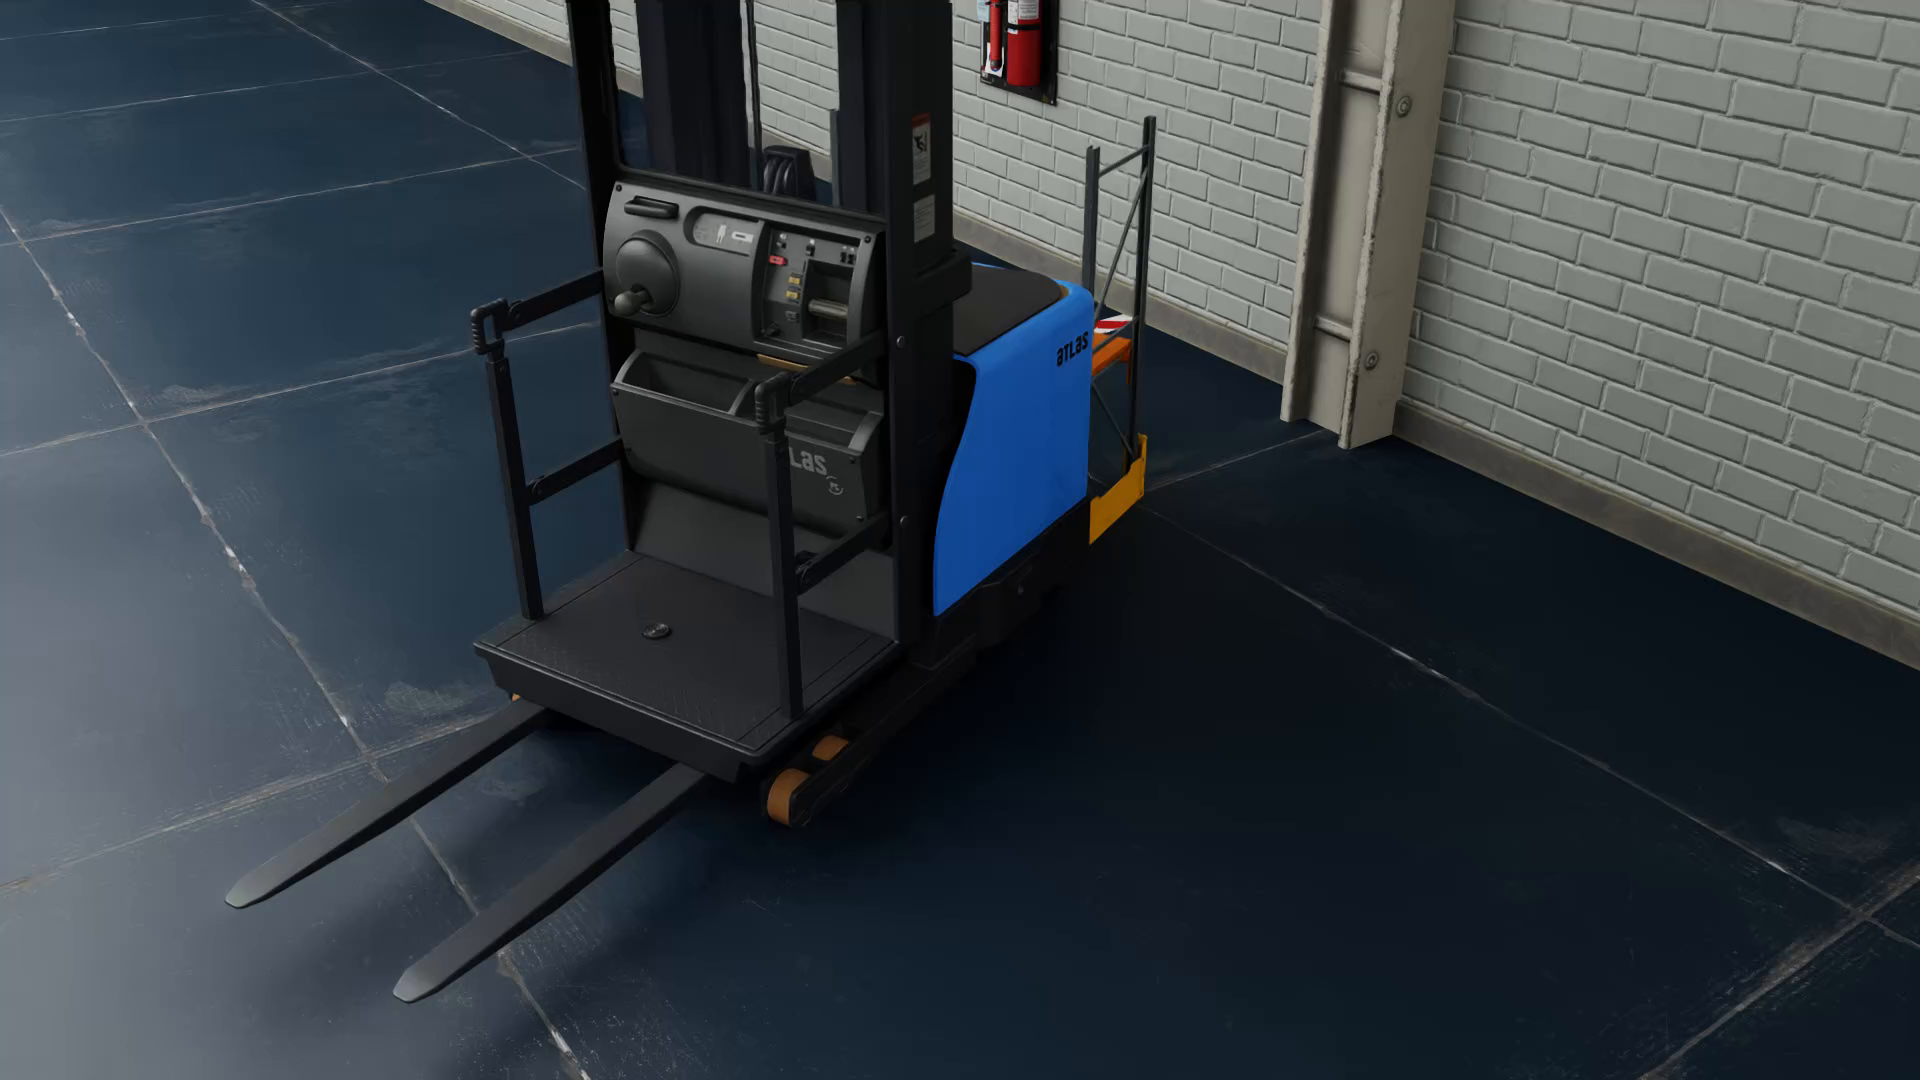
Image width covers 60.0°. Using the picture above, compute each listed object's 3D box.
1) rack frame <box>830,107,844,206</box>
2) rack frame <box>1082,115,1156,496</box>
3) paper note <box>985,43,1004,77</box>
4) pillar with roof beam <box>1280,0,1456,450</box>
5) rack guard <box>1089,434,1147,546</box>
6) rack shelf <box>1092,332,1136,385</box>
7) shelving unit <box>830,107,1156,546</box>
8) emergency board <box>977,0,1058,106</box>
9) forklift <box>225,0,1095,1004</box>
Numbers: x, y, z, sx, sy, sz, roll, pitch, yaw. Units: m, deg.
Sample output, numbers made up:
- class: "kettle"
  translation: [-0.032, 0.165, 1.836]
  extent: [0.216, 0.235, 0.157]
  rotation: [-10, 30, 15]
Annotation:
- class: "rack frame"
  translation: [-0.326, -0.975, 6.474]
  extent: [0.032, 1.500, 0.500]
  rotation: [15, 32, 26]
- class: "rack frame"
  translation: [0.555, -0.733, 6.028]
  extent: [0.032, 1.500, 0.500]
  rotation: [15, 32, 26]
- class: "paper note"
  translation: [0.177, -2.486, 8.607]
  extent: [0.016, 0.148, 0.142]
  rotation: [-19, 34, -31]
- class: "pillar with roof beam"
  translation: [-1.881, -3.258, 2.820]
  extent: [9.100, 9.000, 0.400]
  rotation: [-19, 34, -31]
- class: "rack guard"
  translation: [0.554, -0.184, 6.327]
  extent: [0.087, 0.250, 0.587]
  rotation: [15, 32, 26]
- class: "rack shelf"
  translation: [0.114, -0.696, 6.337]
  extent: [1.000, 0.185, 0.538]
  rotation: [15, 32, 26]
- class: "shelving unit"
  translation: [0.122, -0.852, 6.247]
  extent: [1.083, 1.500, 0.587]
  rotation: [15, 32, 26]
- class: "emergency board"
  translation: [0.224, -2.785, 8.235]
  extent: [0.194, 1.169, 0.643]
  rotation: [-19, 34, -31]
- class: "forklift"
  translation: [-0.744, -0.723, 4.511]
  extent: [1.130, 2.935, 3.031]
  rotation: [17, 33, 28]
